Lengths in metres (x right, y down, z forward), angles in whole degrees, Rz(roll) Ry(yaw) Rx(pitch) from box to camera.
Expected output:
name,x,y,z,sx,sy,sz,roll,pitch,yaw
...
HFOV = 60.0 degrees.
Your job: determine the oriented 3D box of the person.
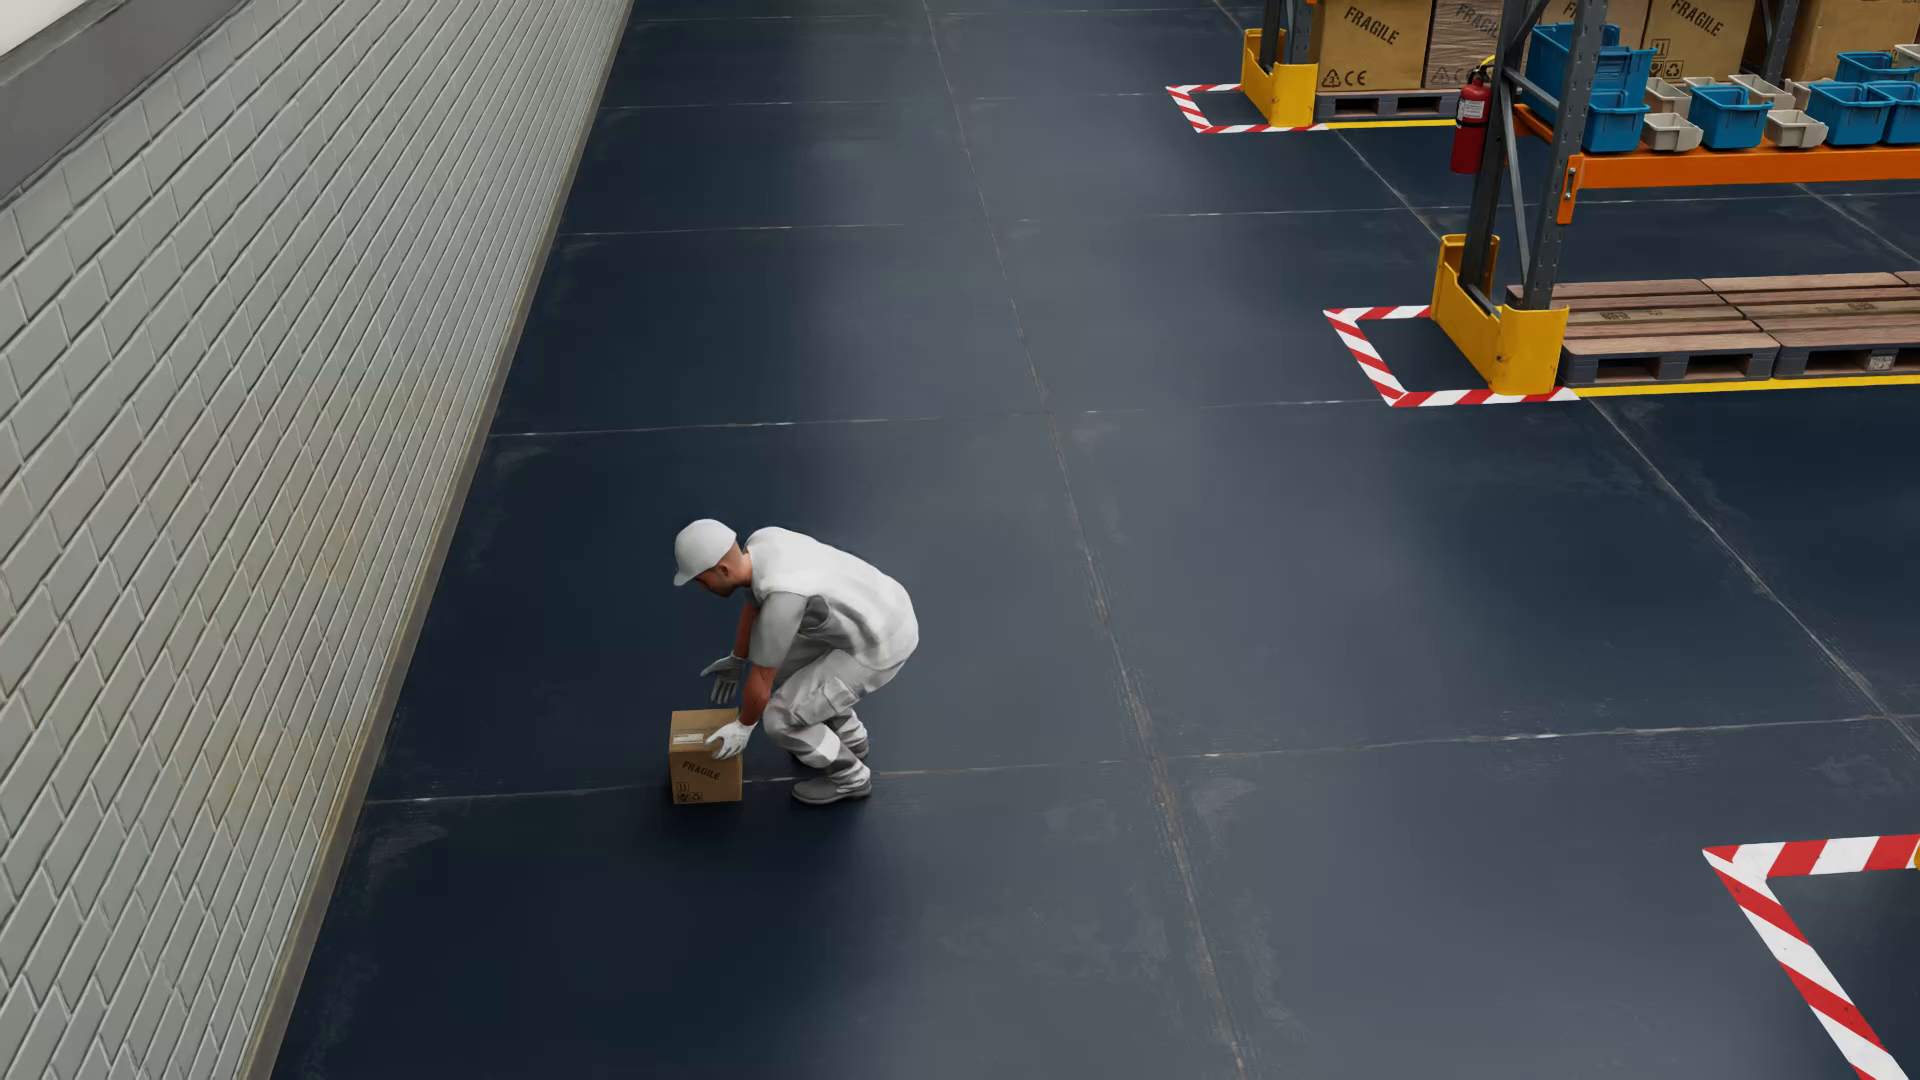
name,x,y,z,sx,sy,sz,roll,pitch,yaw
person,-0.572,0.419,6.011,0.852,1.172,0.585,-3,31,-5
